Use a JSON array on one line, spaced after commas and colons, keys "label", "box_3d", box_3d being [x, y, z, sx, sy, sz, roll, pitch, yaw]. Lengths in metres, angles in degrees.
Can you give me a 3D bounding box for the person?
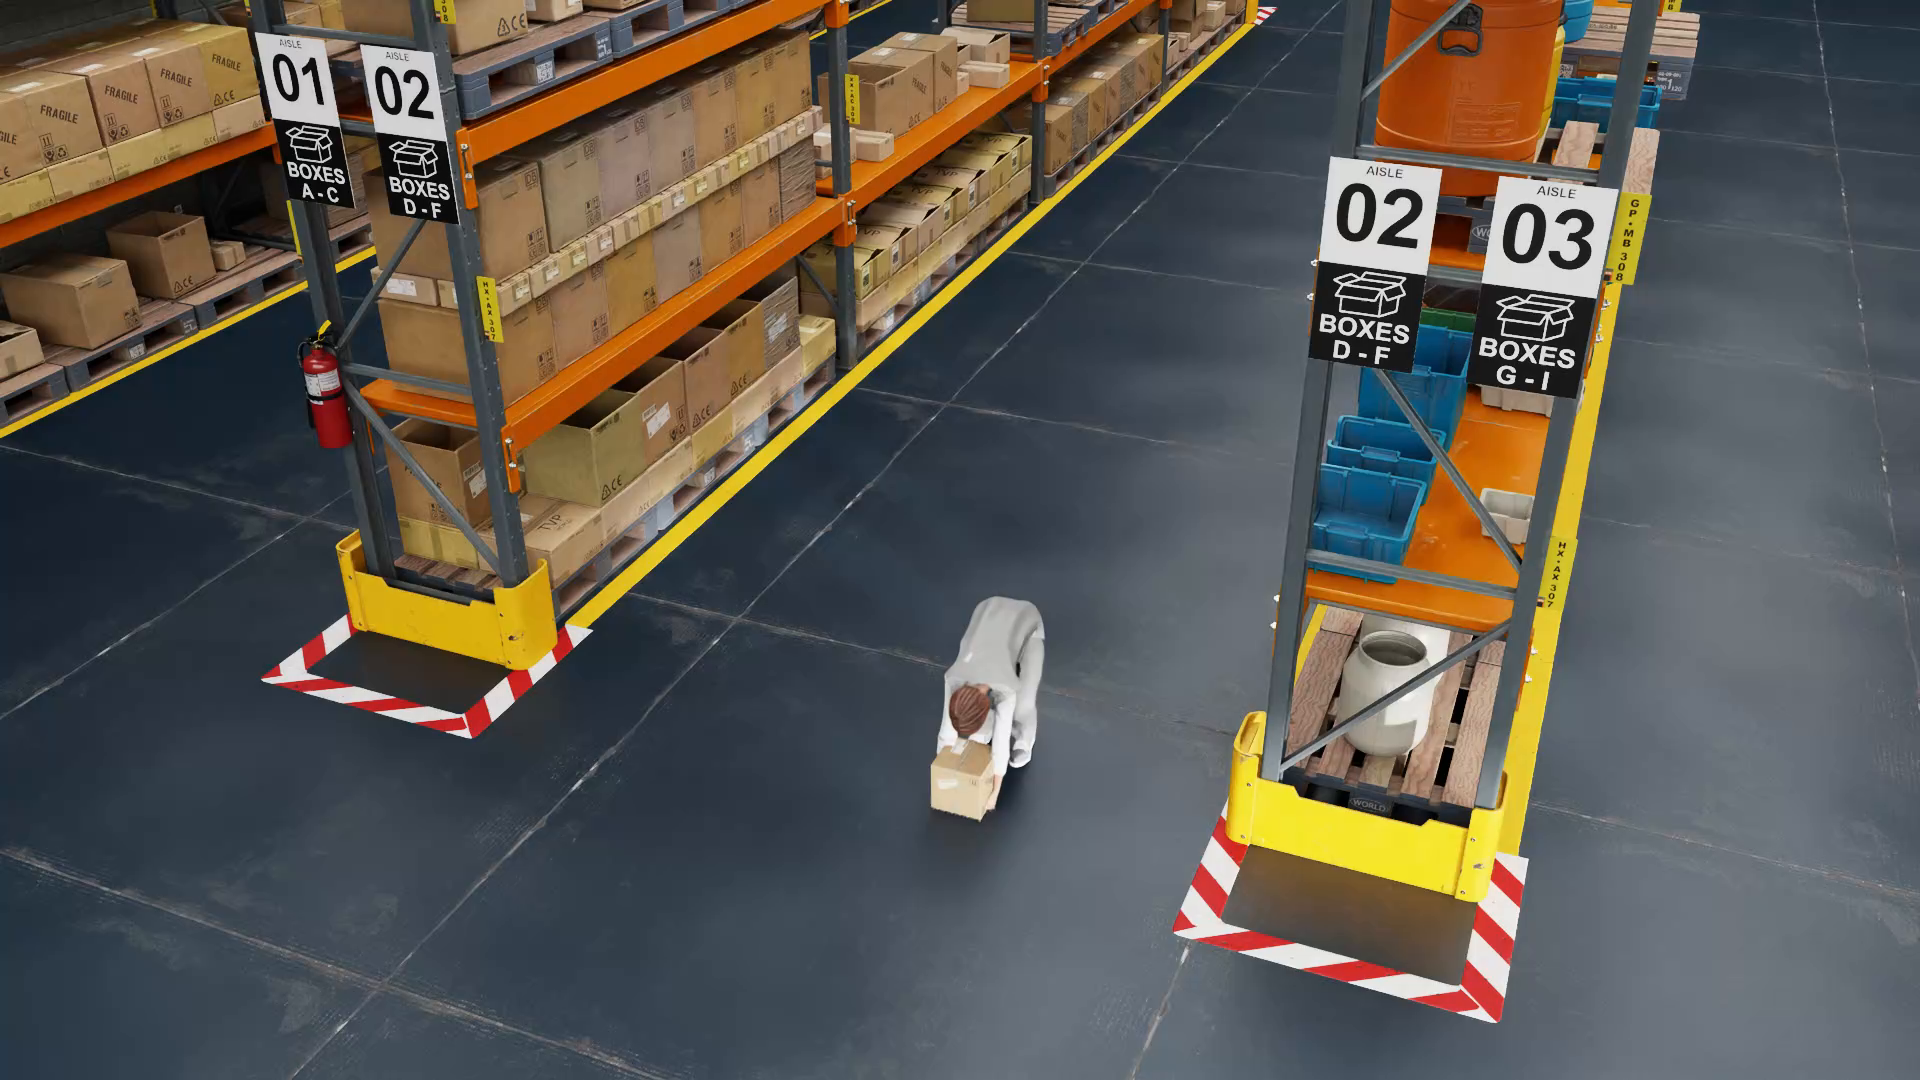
[{"label": "person", "box_3d": [0.154, 0.752, 7.893, 0.428, 0.816, 0.862, 10, 32, 17]}]
